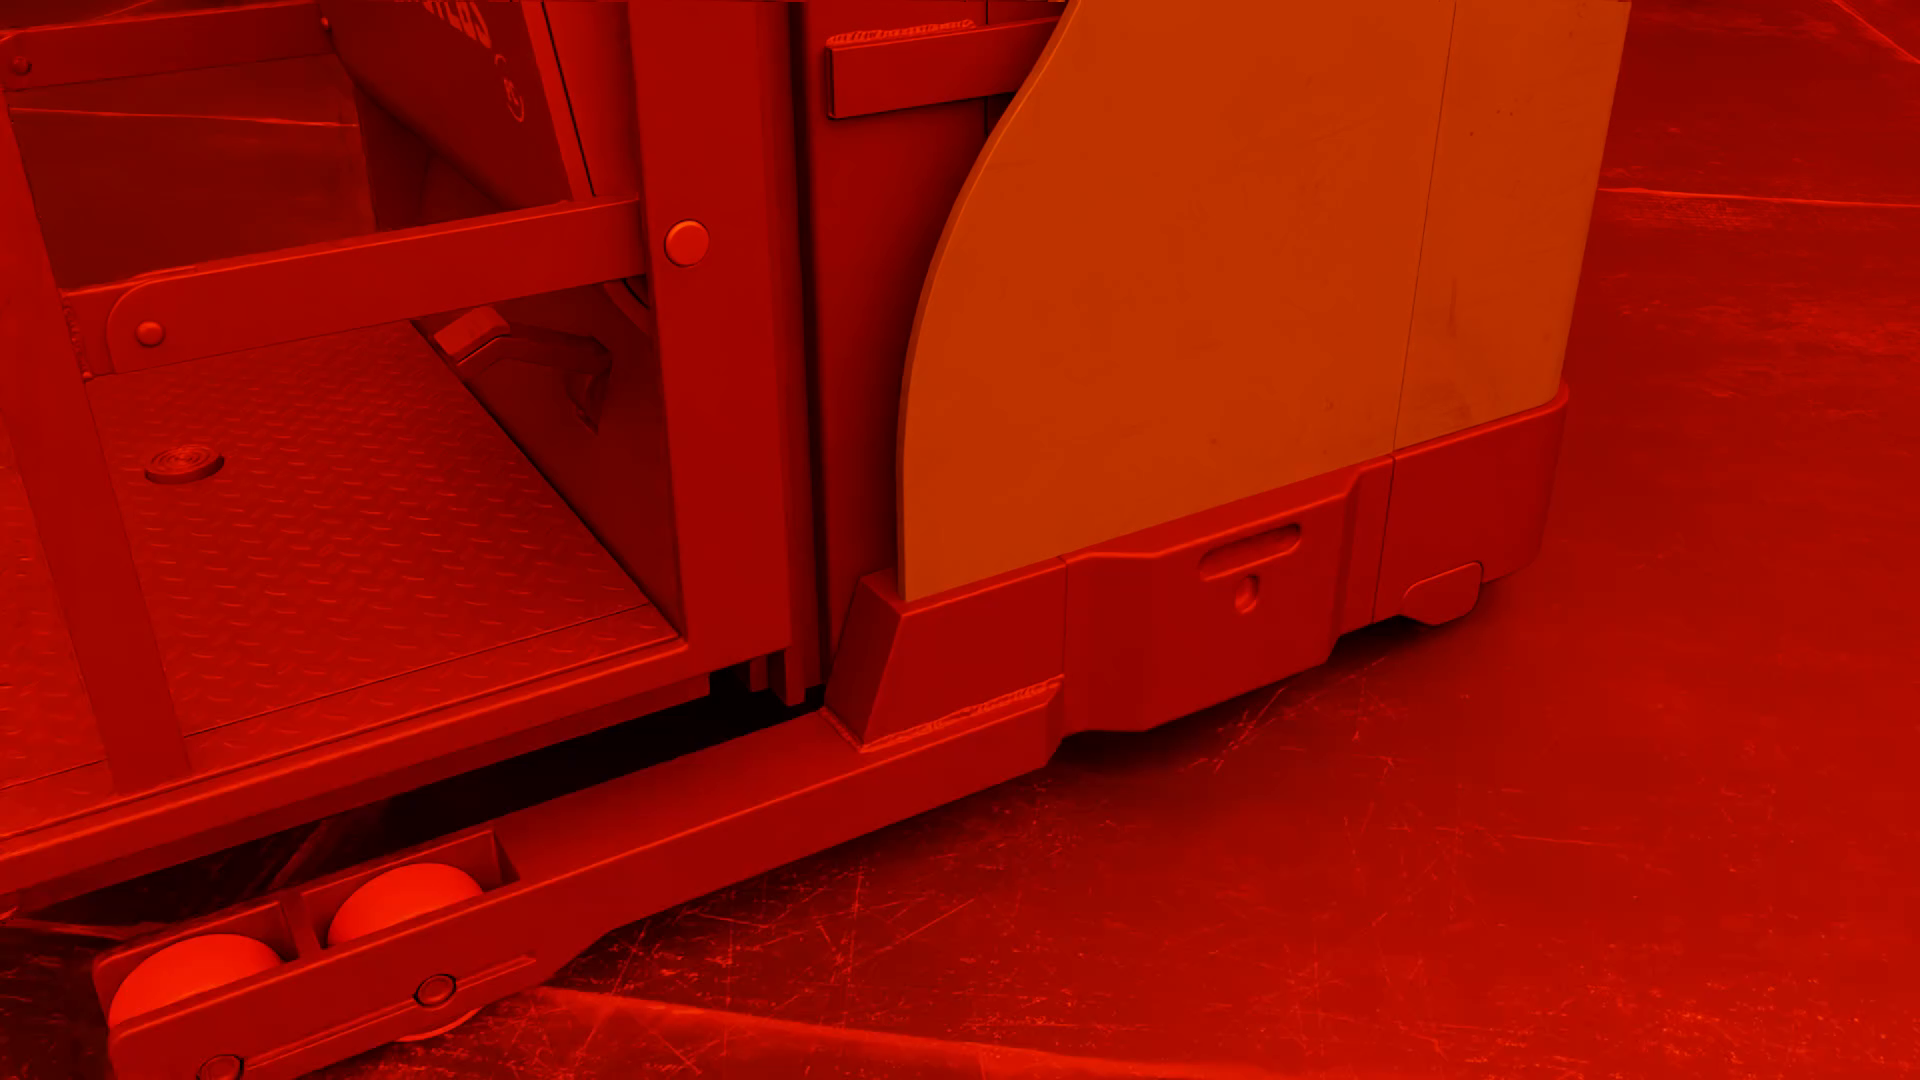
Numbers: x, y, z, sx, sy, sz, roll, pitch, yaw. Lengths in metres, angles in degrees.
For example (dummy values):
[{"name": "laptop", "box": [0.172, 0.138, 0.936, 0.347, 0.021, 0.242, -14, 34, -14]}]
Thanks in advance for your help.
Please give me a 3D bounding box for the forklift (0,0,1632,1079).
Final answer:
[{"name": "forklift", "box": [-0.710, -1.040, 1.353, 3.031, 2.935, 1.130, -16, 33, -27]}]
